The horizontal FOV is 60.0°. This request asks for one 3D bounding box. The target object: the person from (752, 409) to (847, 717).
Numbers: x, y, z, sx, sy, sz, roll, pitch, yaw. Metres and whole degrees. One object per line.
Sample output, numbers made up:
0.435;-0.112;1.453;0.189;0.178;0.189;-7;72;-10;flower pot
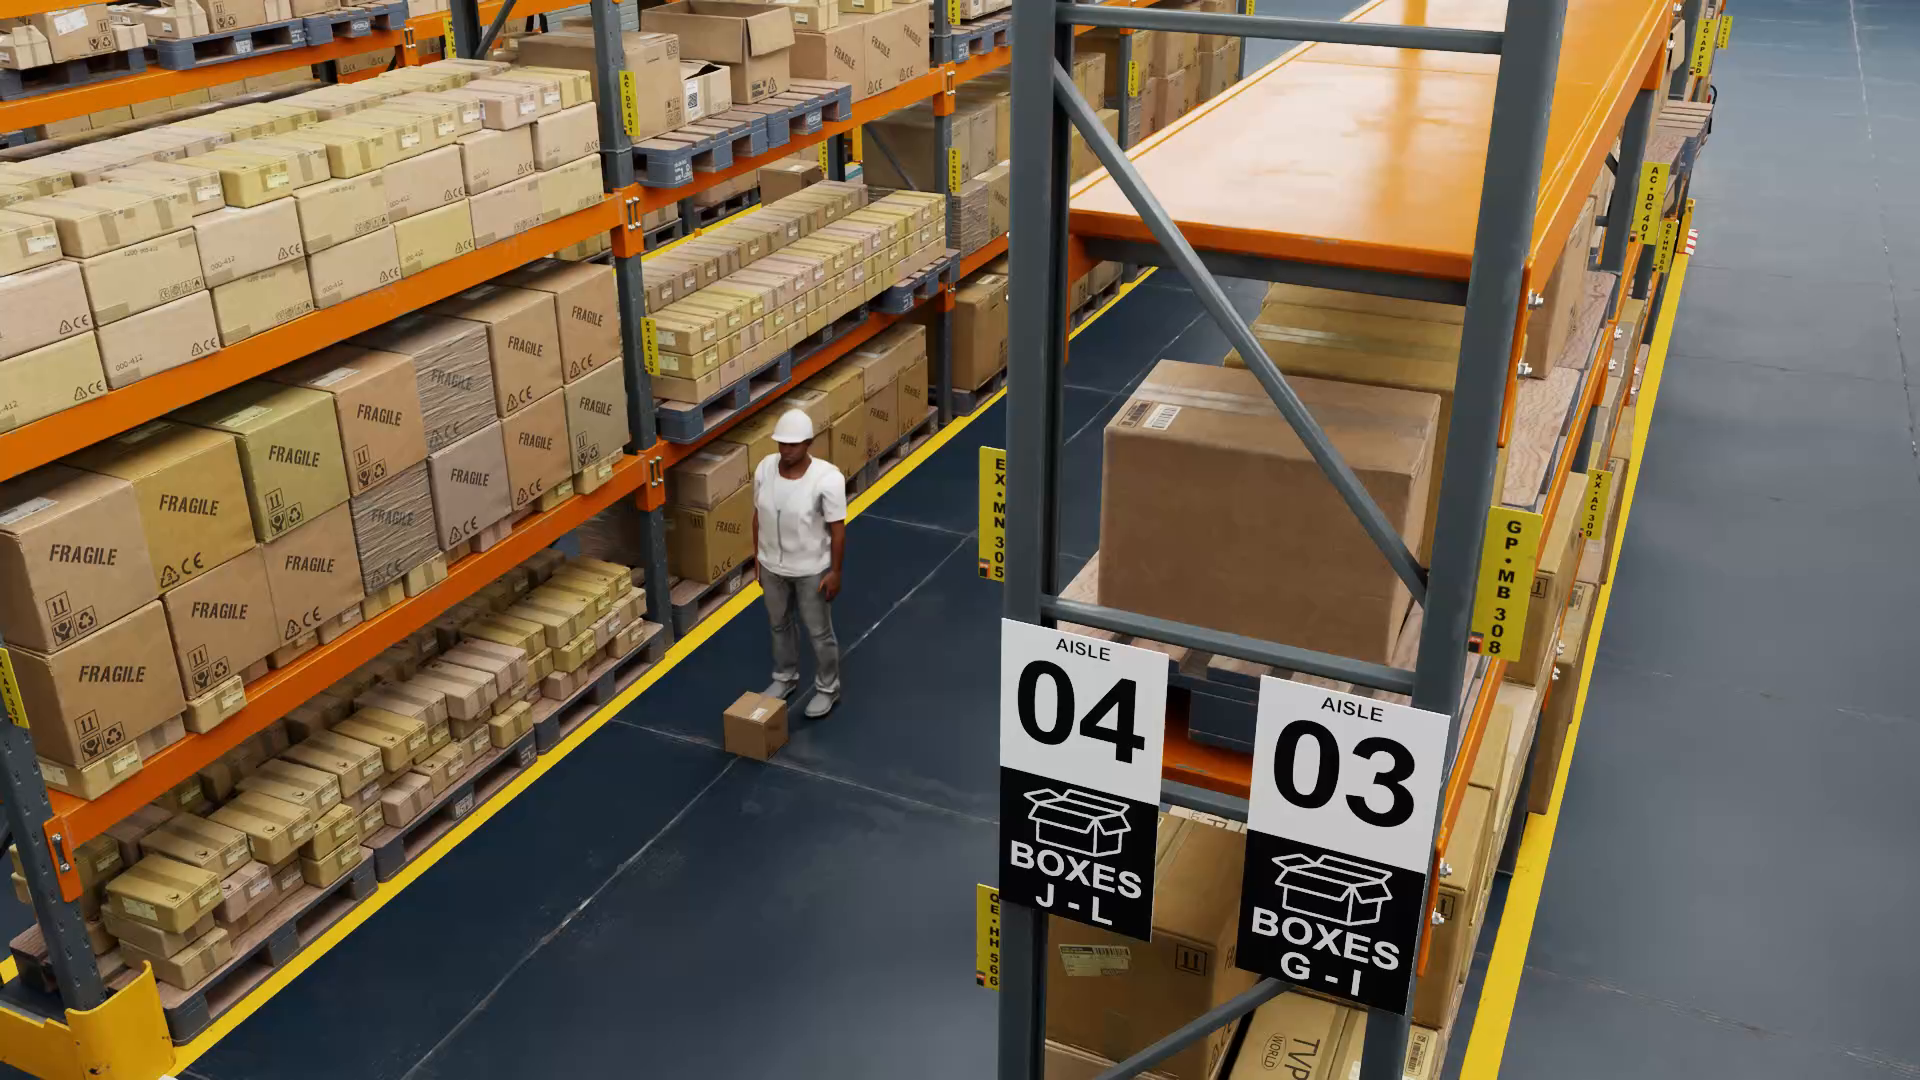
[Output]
-0.892;0.130;9.119;0.564;1.767;0.356;12;28;22;person
